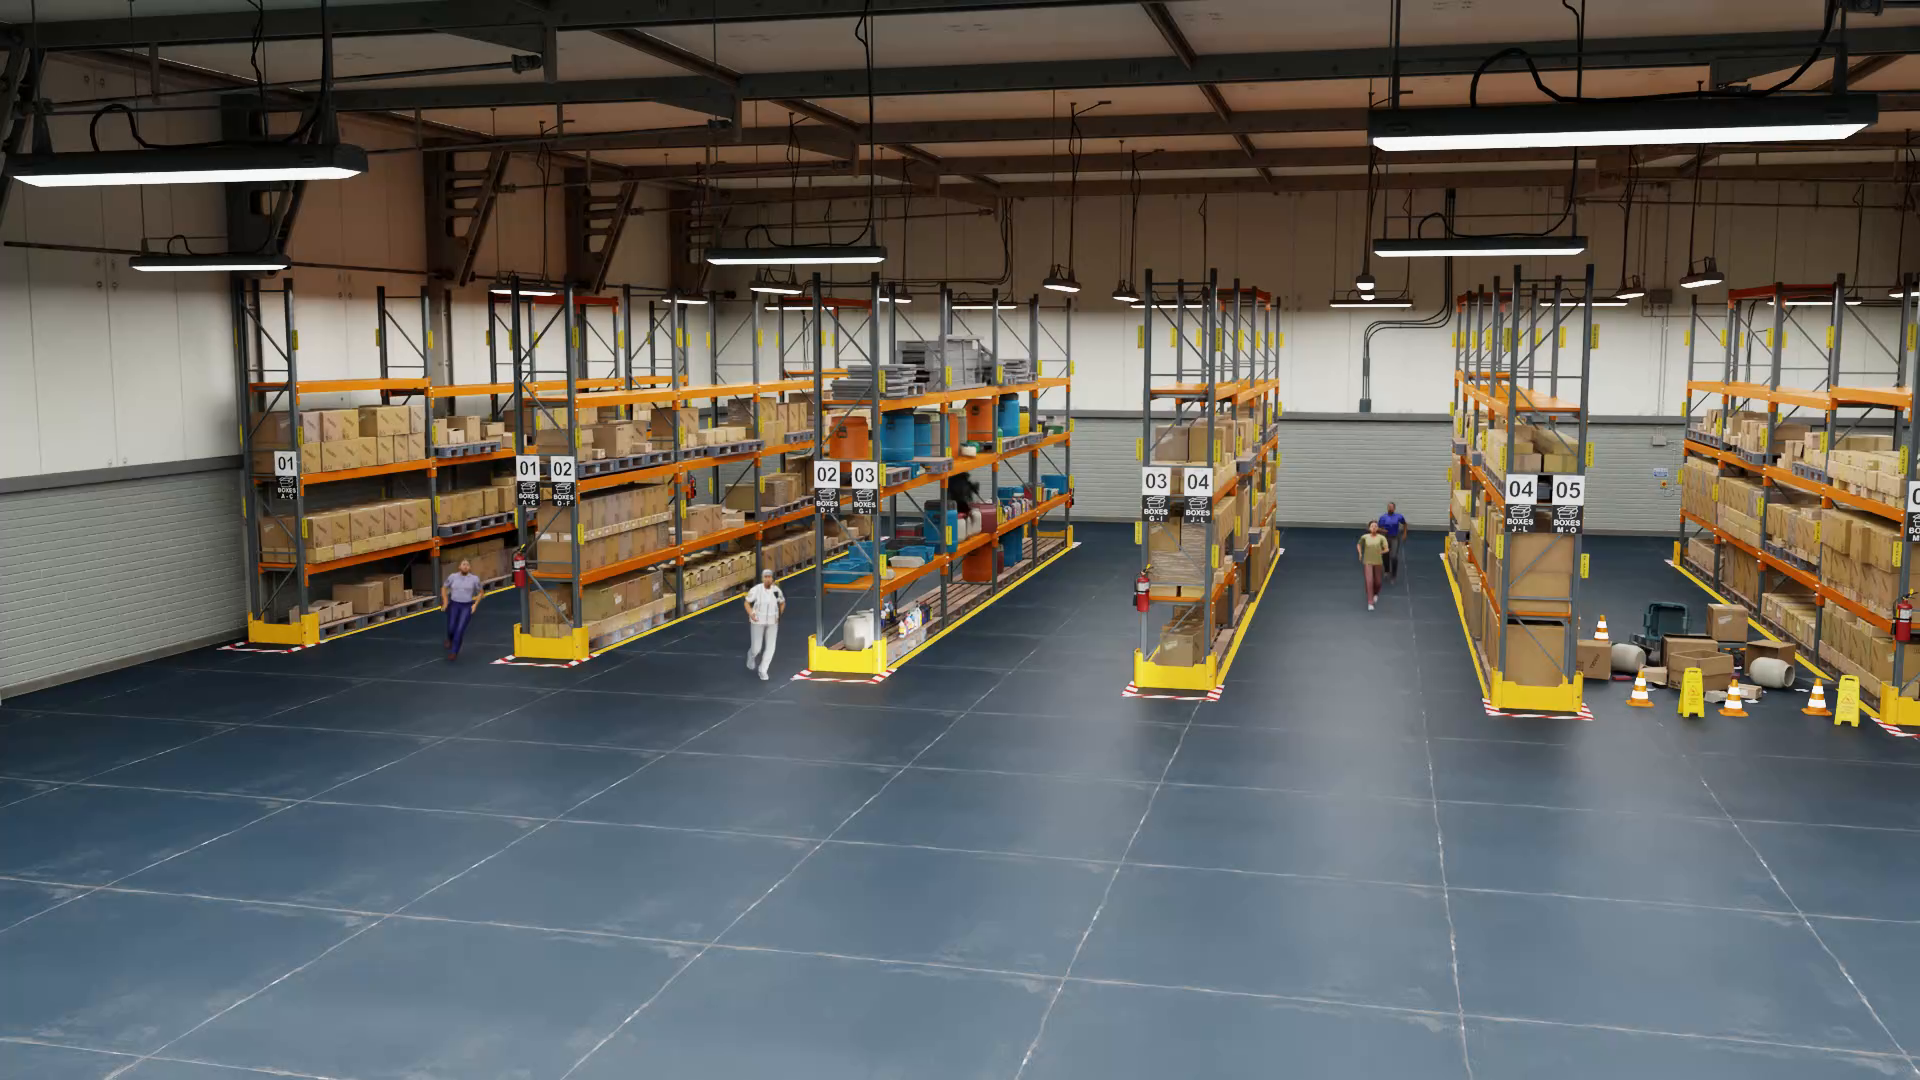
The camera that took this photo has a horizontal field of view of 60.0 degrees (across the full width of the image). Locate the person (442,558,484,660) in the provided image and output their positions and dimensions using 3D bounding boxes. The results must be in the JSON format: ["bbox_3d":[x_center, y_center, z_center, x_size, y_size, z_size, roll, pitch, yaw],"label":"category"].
[{"bbox_3d":[-7.865,1.083,26.300,0.651,1.565,0.560,-1,7,-12],"label":"person"}]

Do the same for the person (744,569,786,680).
[{"bbox_3d":[-2.905,1.245,24.849,0.628,1.619,0.582,-2,7,-16],"label":"person"}]

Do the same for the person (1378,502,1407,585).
[{"bbox_3d":[8.938,0.068,34.477,0.595,1.734,0.759,2,7,19],"label":"person"}]

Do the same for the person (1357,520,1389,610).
[{"bbox_3d":[7.716,0.450,31.091,0.586,1.645,0.914,1,7,11],"label":"person"}]
